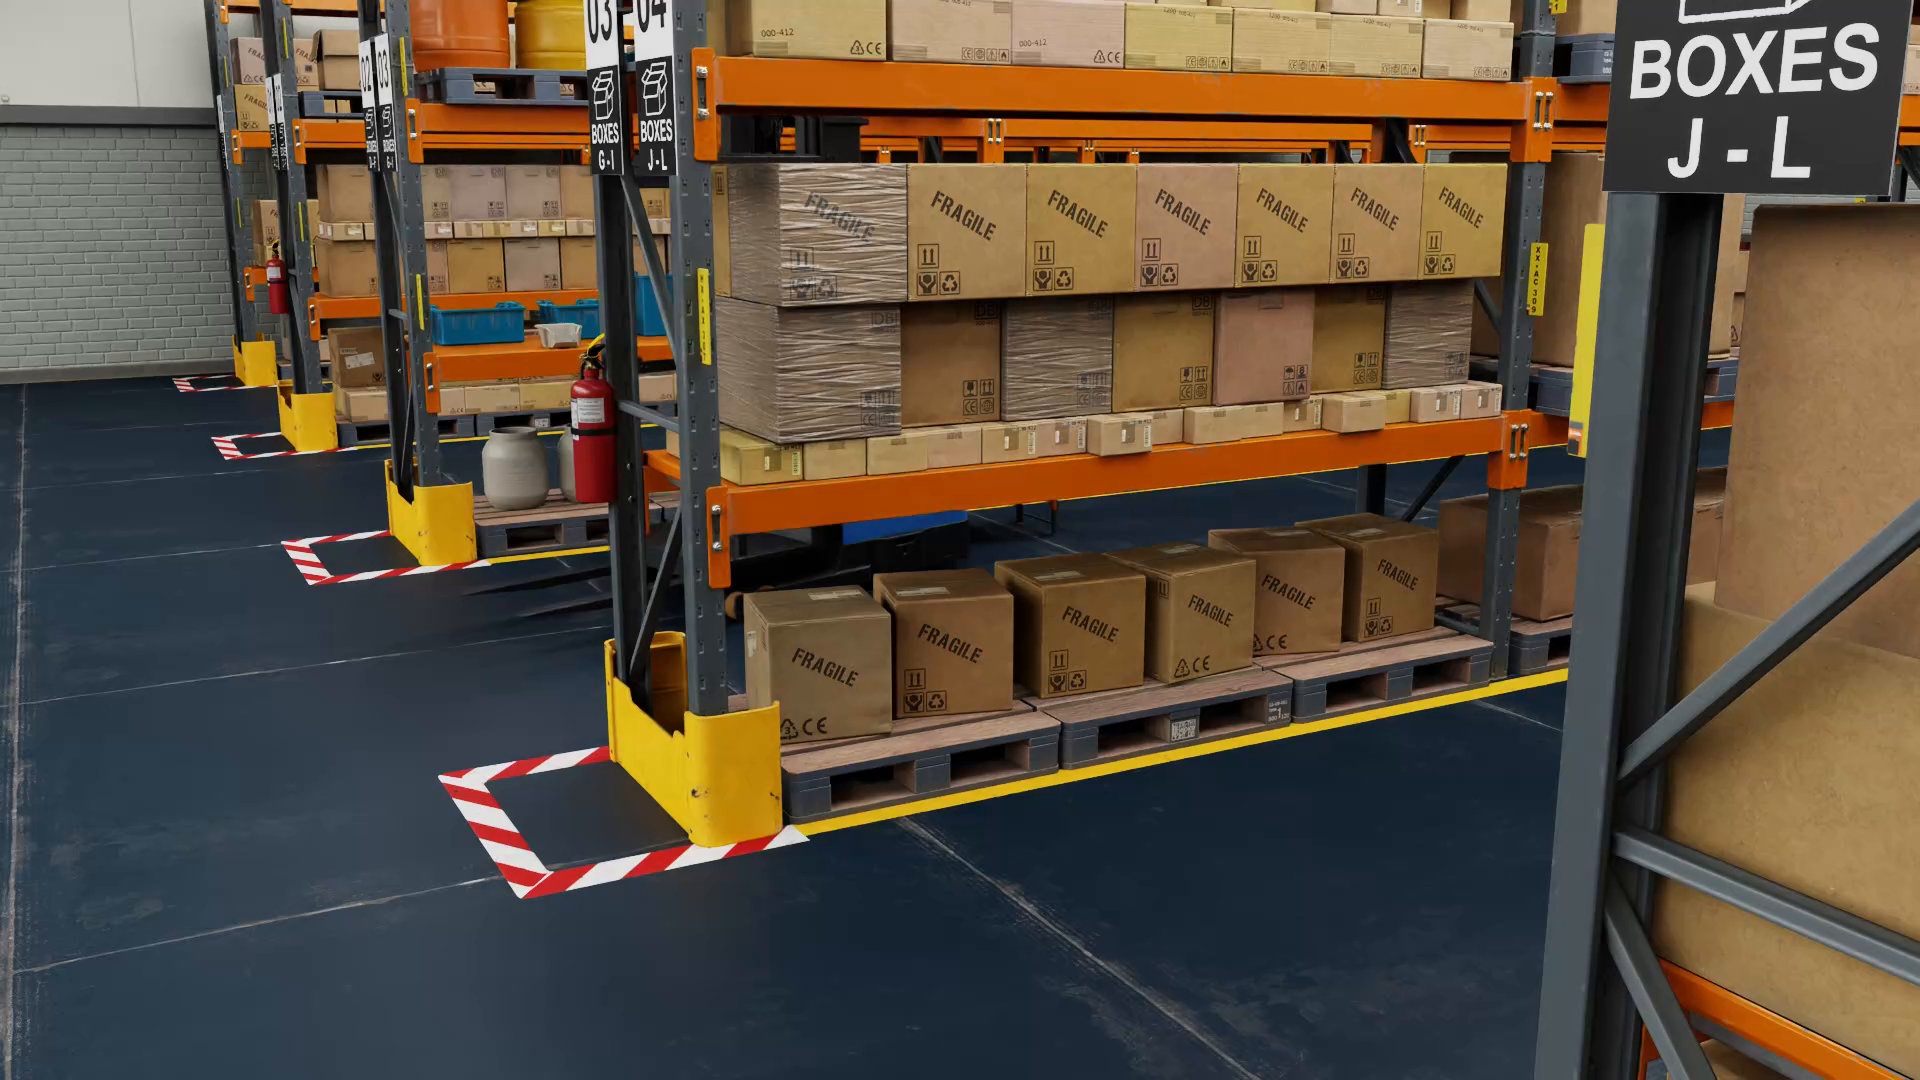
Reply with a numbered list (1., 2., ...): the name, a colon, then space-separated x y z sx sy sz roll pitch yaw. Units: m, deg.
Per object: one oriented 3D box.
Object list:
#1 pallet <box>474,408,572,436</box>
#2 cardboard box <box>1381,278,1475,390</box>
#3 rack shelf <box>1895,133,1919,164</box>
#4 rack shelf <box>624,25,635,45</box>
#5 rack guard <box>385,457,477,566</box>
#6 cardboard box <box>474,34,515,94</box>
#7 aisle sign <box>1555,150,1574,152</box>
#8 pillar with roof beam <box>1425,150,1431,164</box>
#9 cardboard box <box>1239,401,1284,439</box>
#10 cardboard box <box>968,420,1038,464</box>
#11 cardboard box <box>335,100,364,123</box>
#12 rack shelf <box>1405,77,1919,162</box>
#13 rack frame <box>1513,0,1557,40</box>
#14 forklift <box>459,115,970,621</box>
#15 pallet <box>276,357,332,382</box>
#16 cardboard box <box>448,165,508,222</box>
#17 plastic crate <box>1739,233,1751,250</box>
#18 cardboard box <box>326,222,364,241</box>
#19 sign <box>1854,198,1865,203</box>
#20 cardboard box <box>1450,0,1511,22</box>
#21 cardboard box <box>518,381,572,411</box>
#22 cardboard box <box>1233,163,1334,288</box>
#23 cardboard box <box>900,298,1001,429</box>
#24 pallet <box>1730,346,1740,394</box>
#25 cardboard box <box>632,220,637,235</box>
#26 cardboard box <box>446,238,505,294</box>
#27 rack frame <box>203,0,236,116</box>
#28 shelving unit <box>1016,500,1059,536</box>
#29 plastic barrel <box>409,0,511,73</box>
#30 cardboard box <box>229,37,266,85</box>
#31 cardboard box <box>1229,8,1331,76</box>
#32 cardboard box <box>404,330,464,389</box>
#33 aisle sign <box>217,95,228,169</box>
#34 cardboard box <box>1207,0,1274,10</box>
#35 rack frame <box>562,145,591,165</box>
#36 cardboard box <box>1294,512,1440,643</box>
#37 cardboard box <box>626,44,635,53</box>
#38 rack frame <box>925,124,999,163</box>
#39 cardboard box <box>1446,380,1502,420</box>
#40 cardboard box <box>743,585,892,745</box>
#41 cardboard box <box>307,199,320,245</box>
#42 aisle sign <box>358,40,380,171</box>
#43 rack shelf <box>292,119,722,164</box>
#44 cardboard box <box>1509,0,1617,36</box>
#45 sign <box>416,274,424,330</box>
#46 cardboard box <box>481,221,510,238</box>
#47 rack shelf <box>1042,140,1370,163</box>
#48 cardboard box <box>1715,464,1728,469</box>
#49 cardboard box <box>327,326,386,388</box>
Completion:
1. pallet: -4.165 -1.218 16.039 1.213 0.211 1.003 -7 14 -28
2. cardboard box: 1.944 -1.032 7.958 0.500 0.500 0.875 -7 14 -28
3. rack shelf: 8.773 -3.992 16.824 4.000 0.370 1.077 -7 14 -28
4. rack shelf: -2.996 -6.328 21.283 4.000 0.370 1.077 -7 14 -28
5. rack guard: -3.471 -0.205 10.880 0.348 0.500 1.175 -7 14 -28
6. cardboard box: -4.297 -4.270 14.914 0.500 0.500 0.500 -7 14 -28
7. aisle sign: 8.078 -5.377 22.251 0.004 0.787 0.394 -7 14 -28
8. pillar with roof beam: 9.800 -7.548 24.151 0.400 9.000 9.100 -7 14 -28
9. cardboard box: 1.200 -0.550 7.292 0.250 0.149 0.380 -7 14 -28
10. cardboard box: 0.110 -0.415 6.695 0.250 0.149 0.380 -7 14 -28
11. cardboard box: -6.907 -4.930 19.080 0.500 0.500 0.500 -6 14 -25
12. rack shelf: 4.124 -2.196 8.843 4.000 0.370 1.077 -7 14 -28
13. rack frame: 2.369 -3.800 7.500 0.127 3.000 1.000 -7 14 -28
14. forklift: -1.350 -1.111 9.372 3.031 2.935 1.130 -12 17 -43
15. pallet: -7.465 -2.043 19.705 1.213 0.211 1.003 -7 14 -28
16. cardboard box: -4.522 -3.206 15.339 0.500 0.500 0.700 -7 14 -28
17. plastic crate: 7.921 -2.776 16.329 0.583 0.464 0.402 -7 14 -28
18. cardboard box: -5.438 -2.727 14.690 0.250 0.149 0.380 -7 14 -28
19. sign: 5.611 -1.966 10.375 0.005 0.325 0.100 -7 14 -28
20. cardboard box: 2.222 -2.368 7.403 0.250 0.149 0.380 -6 14 -26
21. cardboard box: -3.991 -1.397 15.789 0.500 0.250 0.500 -7 14 -28
22. cardboard box: 1.228 -1.350 7.092 0.500 0.500 0.500 -7 14 -28
23. cardboard box: -0.265 -0.775 6.815 0.500 0.500 0.875 -7 14 -28
24. pallet: 4.162 -0.985 9.089 1.213 0.211 1.003 -7 14 -28
25. cardboard box: -3.187 -2.997 15.889 0.250 0.149 0.380 -7 14 -28
26. cardboard box: -4.572 -2.565 15.447 0.500 0.500 0.700 -7 14 -27
27. rack frame: -8.262 -6.243 18.355 0.127 3.000 1.000 -7 14 -28
28. shelving unit: 0.086 -0.569 11.075 1.048 1.125 0.538 -7 15 -29
29. plastic barrel: -3.150 -3.361 10.444 0.708 0.830 0.600 -7 14 -28
30. cardboard box: -7.808 -5.320 18.534 0.500 0.500 0.500 -8 15 -32
31. cardboard box: 1.186 -2.058 6.931 0.500 0.250 0.500 -7 14 -28
32. cardboard box: -4.870 -1.658 15.243 0.500 0.500 0.500 -7 14 -28
33. aisle sign: -8.182 -4.519 18.438 0.004 0.787 0.394 -7 14 -28
34. cardboard box: 1.068 -2.229 6.782 0.250 0.149 0.380 -6 14 -25
35. rack frame: -4.751 -3.737 20.884 0.127 3.000 1.000 -7 14 -28
36. cardboard box: 1.999 0.175 8.234 0.500 0.500 0.500 -7 15 -30
37. cardboard box: -2.943 -4.566 16.232 0.500 0.500 0.500 -6 14 -23
38. rack frame: -0.004 -1.828 12.400 0.127 3.000 1.000 -7 14 -28
39. cardboard box: 2.321 -0.672 7.834 0.250 0.149 0.380 -7 14 -28
40. cardboard box: -0.586 0.499 6.795 0.500 0.500 0.500 -4 13 -17
41. cardboard box: -7.261 -3.661 19.134 0.500 0.500 0.500 -7 14 -28
42. aisle sign: -3.721 -2.725 10.466 0.004 0.787 0.394 -7 14 -28
43. rack shelf: -4.130 -3.685 15.458 4.000 0.370 1.077 -7 14 -28
44. cardboard box: 2.829 -2.623 7.907 0.637 0.503 0.797 -8 15 -31
45. sign: -3.255 -1.436 10.027 0.005 0.325 0.100 -7 14 -28
46. cardboard box: -4.308 -2.863 15.294 0.250 0.149 0.380 -7 14 -29
47. rack shelf: 2.892 -4.527 19.198 4.000 0.370 1.077 -7 14 -28
48. cardboard box: 4.821 -0.154 9.654 0.500 0.500 0.700 -8 15 -33
49. cardboard box: -5.557 -1.705 15.453 0.500 0.500 0.500 -7 14 -28
